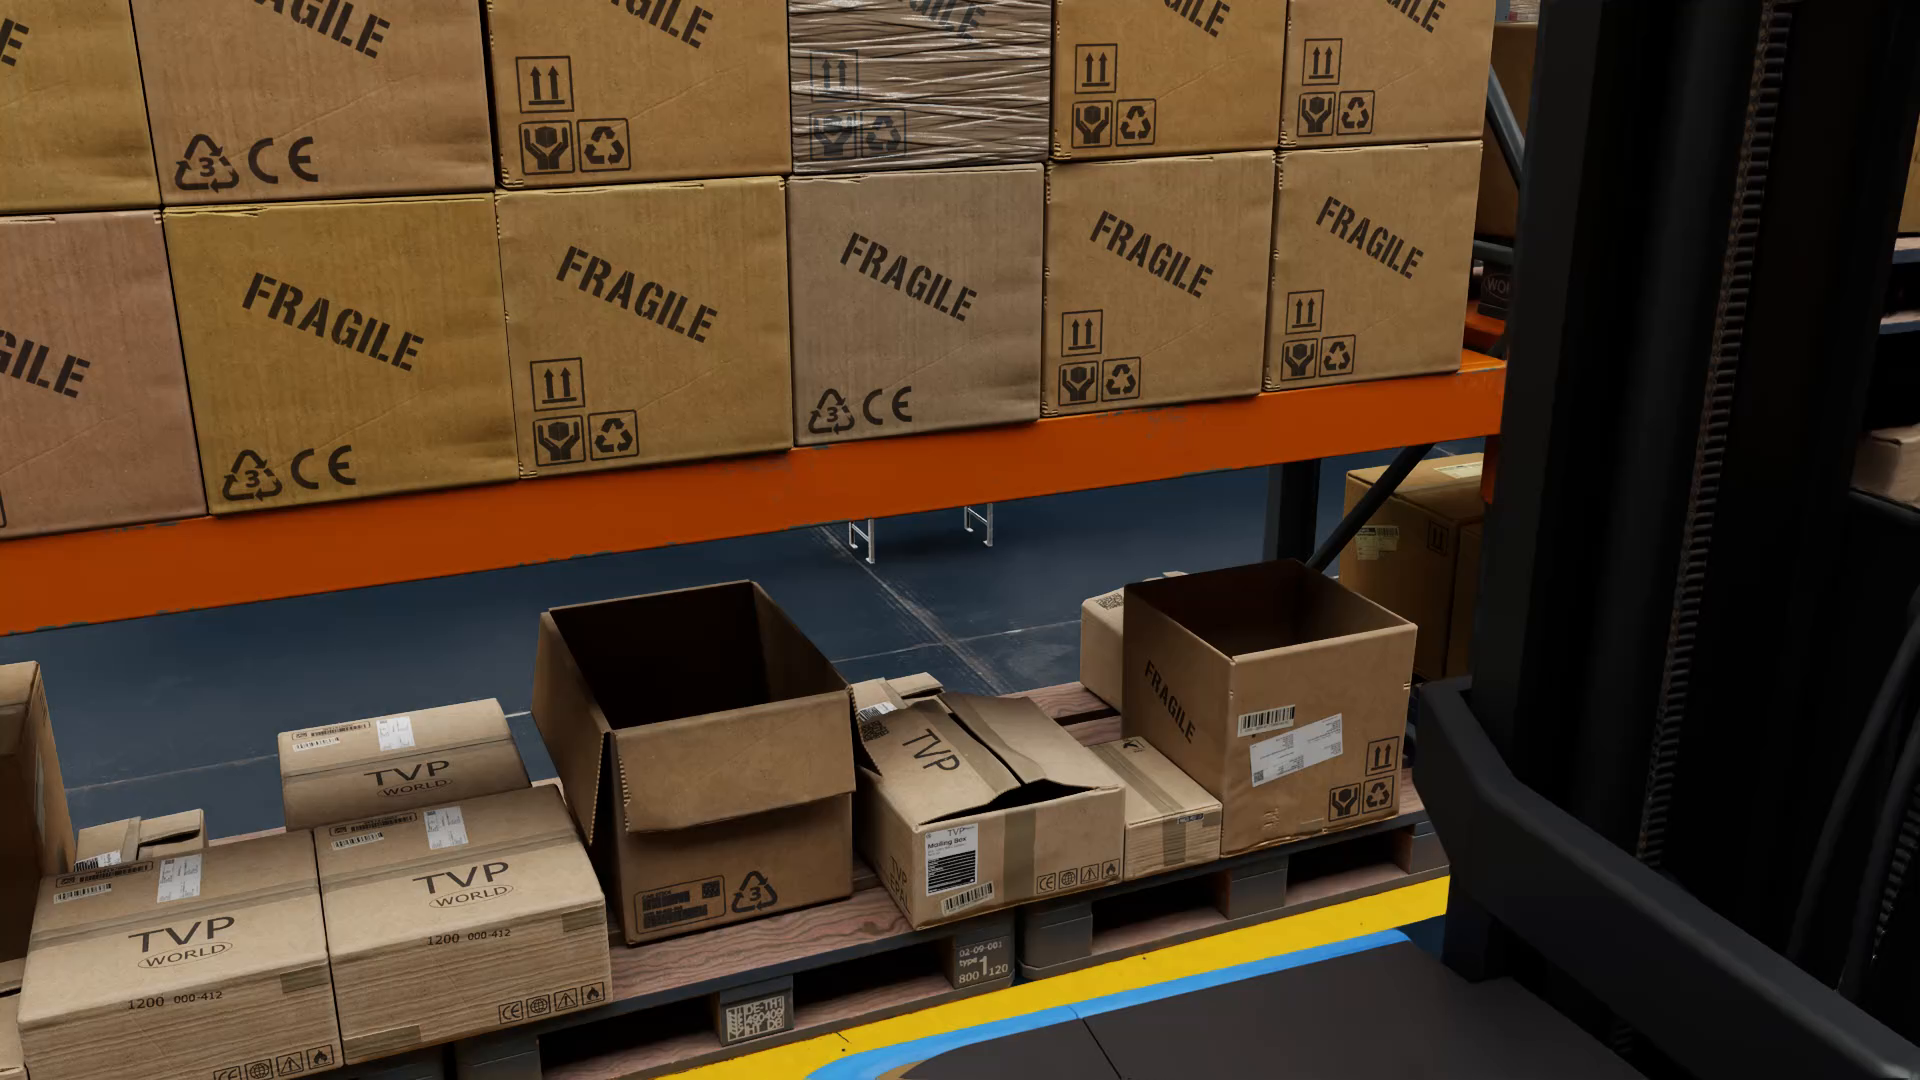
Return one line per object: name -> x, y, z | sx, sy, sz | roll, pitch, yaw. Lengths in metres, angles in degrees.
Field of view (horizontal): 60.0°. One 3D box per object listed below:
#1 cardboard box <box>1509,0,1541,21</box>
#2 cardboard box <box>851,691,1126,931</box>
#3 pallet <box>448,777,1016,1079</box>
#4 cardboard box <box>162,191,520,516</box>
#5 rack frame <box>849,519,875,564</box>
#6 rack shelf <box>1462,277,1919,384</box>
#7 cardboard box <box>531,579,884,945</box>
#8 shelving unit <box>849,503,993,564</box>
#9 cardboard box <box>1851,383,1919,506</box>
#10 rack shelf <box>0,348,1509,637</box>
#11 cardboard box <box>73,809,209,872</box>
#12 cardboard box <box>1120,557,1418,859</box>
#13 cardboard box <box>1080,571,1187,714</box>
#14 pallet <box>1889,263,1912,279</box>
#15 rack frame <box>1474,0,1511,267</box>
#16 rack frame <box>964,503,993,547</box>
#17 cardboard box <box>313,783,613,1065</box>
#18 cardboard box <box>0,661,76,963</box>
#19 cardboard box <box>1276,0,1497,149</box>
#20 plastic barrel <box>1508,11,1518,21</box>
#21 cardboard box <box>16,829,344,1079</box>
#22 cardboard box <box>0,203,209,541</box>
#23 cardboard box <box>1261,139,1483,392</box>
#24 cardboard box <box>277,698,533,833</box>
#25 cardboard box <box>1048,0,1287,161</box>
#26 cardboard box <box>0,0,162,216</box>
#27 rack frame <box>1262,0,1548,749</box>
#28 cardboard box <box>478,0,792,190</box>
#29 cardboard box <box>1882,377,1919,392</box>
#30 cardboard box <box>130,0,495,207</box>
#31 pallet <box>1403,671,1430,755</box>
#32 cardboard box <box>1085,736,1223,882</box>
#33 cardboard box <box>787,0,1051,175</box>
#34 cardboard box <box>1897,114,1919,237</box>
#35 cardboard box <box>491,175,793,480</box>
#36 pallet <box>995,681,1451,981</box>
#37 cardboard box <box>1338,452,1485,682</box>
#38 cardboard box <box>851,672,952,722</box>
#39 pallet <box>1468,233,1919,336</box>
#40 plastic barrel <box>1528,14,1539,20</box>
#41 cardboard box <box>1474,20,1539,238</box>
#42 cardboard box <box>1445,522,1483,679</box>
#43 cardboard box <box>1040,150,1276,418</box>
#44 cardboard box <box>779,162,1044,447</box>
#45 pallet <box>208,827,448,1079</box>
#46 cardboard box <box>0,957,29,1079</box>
cardboard box -> 4.998, -5.049, 15.746 | 0.500, 0.500, 0.875 | -8, 21, -22
cardboard box -> 0.036, 0.574, 3.762 | 0.500, 0.311, 0.500 | -8, 21, -22
pallet -> -0.618, 0.820, 3.876 | 1.213, 0.211, 1.003 | -8, 21, -22
cardboard box -> -1.092, -0.381, 2.936 | 0.500, 0.500, 0.500 | -8, 21, -22
rack frame -> -0.376, -0.512, 6.170 | 0.015, 1.200, 0.240 | -8, 21, -22
rack shelf -> 2.971, -0.671, 4.994 | 4.000, 0.370, 1.077 | -8, 21, -22
cardboard box -> -0.588, 0.472, 3.763 | 0.637, 0.503, 0.797 | -8, 21, -22
shelving unit -> -0.152, -0.544, 6.261 | 0.503, 1.200, 0.258 | -8, 21, -22
cardboard box -> 2.594, -0.250, 4.688 | 0.500, 0.250, 0.500 | -8, 21, -22
rack shelf -> -0.701, -0.145, 3.500 | 4.000, 0.370, 1.077 | -8, 21, -22
cardboard box -> -1.729, 0.735, 3.520 | 0.250, 0.166, 0.380 | -8, 21, -22
cardboard box -> 0.724, 0.386, 4.011 | 0.500, 0.500, 0.500 | -8, 21, -22
cardboard box -> 0.664, 0.303, 4.532 | 0.500, 0.311, 0.500 | -8, 21, -22
pallet -> 3.024, -0.926, 4.923 | 1.213, 0.211, 1.003 | -8, 21, -22
rack frame -> 2.849, -2.784, 9.914 | 0.127, 3.000, 1.000 | -8, 21, -22
rack frame -> 0.072, -0.576, 6.352 | 0.015, 1.200, 0.240 | -8, 21, -22
cardboard box -> -1.008, 0.752, 3.348 | 0.500, 0.250, 0.500 | -8, 21, -22
cardboard box -> -2.136, 0.604, 3.392 | 0.500, 0.500, 0.500 | -8, 21, -22
cardboard box -> 0.773, -1.121, 3.532 | 0.500, 0.500, 0.500 | -8, 21, -22
plastic barrel -> 3.155, -3.002, 10.327 | 0.708, 0.536, 0.600 | -8, 21, -22
cardboard box -> -1.467, 0.818, 3.161 | 0.500, 0.250, 0.500 | -8, 21, -22
cardboard box -> -1.554, -0.316, 2.751 | 0.500, 0.500, 0.500 | -8, 21, -22
cardboard box -> 0.778, -0.650, 3.702 | 0.500, 0.500, 0.500 | -8, 21, -21
cardboard box -> -1.252, 0.606, 3.762 | 0.500, 0.250, 0.500 | -8, 21, -22
cardboard box -> 0.304, -1.052, 3.338 | 0.500, 0.500, 0.500 | -9, 21, -23
cardboard box -> -1.549, -0.789, 2.590 | 0.500, 0.500, 0.500 | -8, 21, -21
rack frame -> 1.135, -0.747, 4.128 | 0.127, 3.000, 1.000 | -8, 21, -22
cardboard box -> -0.621, -0.920, 2.963 | 0.500, 0.500, 0.500 | -8, 21, -22
cardboard box -> 3.054, -0.316, 4.876 | 0.500, 0.250, 0.500 | -9, 21, -23
cardboard box -> -1.088, -0.853, 2.772 | 0.500, 0.500, 0.500 | -8, 21, -21
pallet -> 1.867, 0.450, 4.927 | 1.213, 0.211, 1.003 | -8, 21, -22
cardboard box -> 0.404, 0.619, 3.877 | 0.250, 0.149, 0.380 | -8, 21, -22
cardboard box -> -0.159, -0.986, 3.150 | 0.500, 0.500, 0.500 | -8, 21, -21
cardboard box -> 2.265, -1.096, 4.336 | 0.500, 0.500, 0.700 | -5, 20, -13
cardboard box -> -0.633, -0.446, 3.122 | 0.500, 0.500, 0.500 | -8, 21, -21
pallet -> 0.504, 0.658, 4.335 | 1.213, 0.211, 1.003 | -8, 21, -22
cardboard box -> 1.475, 0.072, 4.902 | 0.500, 0.500, 0.500 | -8, 21, -22
cardboard box -> -0.126, 0.488, 4.224 | 0.250, 0.166, 0.380 | -8, 21, -22
pallet -> 1.912, -0.728, 4.364 | 1.213, 0.211, 1.003 | -8, 21, -22
plastic barrel -> 3.709, -3.038, 10.464 | 0.421, 0.512, 0.421 | 0, 19, 0
cardboard box -> 1.659, -0.987, 4.025 | 0.500, 0.500, 0.700 | -17, 26, -40
cardboard box -> 1.676, 0.235, 4.439 | 0.500, 0.500, 0.500 | -9, 21, -24
cardboard box -> 0.305, -0.582, 3.508 | 0.500, 0.500, 0.500 | -8, 21, -20
cardboard box -> -0.166, -0.514, 3.314 | 0.500, 0.500, 0.500 | -8, 21, -21
pallet -> -1.736, 0.979, 3.423 | 1.213, 0.211, 1.003 | -8, 21, -22
cardboard box -> -1.788, 0.925, 2.983 | 0.250, 0.166, 0.380 | -8, 21, -22
